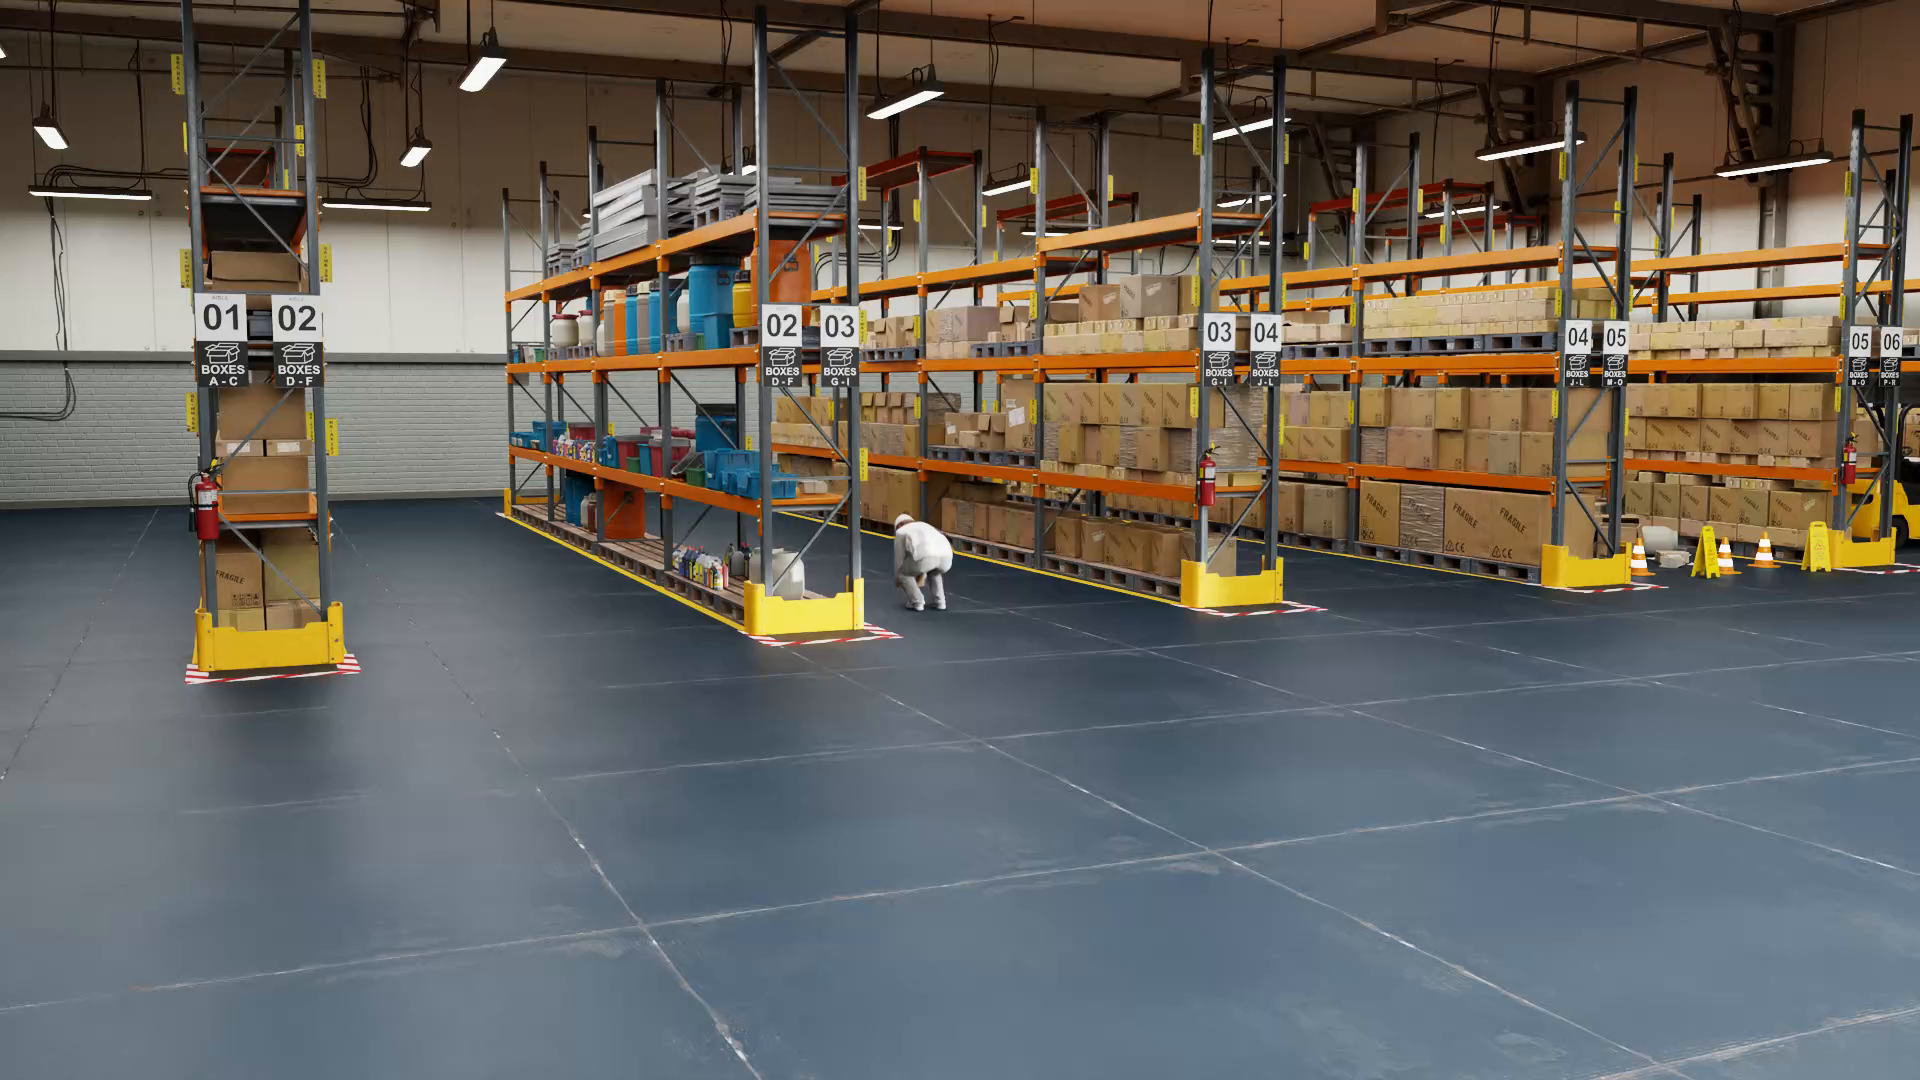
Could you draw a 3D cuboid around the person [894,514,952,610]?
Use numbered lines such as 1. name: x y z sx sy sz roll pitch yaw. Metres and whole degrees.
1. person: -0.439 0.241 18.246 0.511 0.996 0.943 -3 6 -25
